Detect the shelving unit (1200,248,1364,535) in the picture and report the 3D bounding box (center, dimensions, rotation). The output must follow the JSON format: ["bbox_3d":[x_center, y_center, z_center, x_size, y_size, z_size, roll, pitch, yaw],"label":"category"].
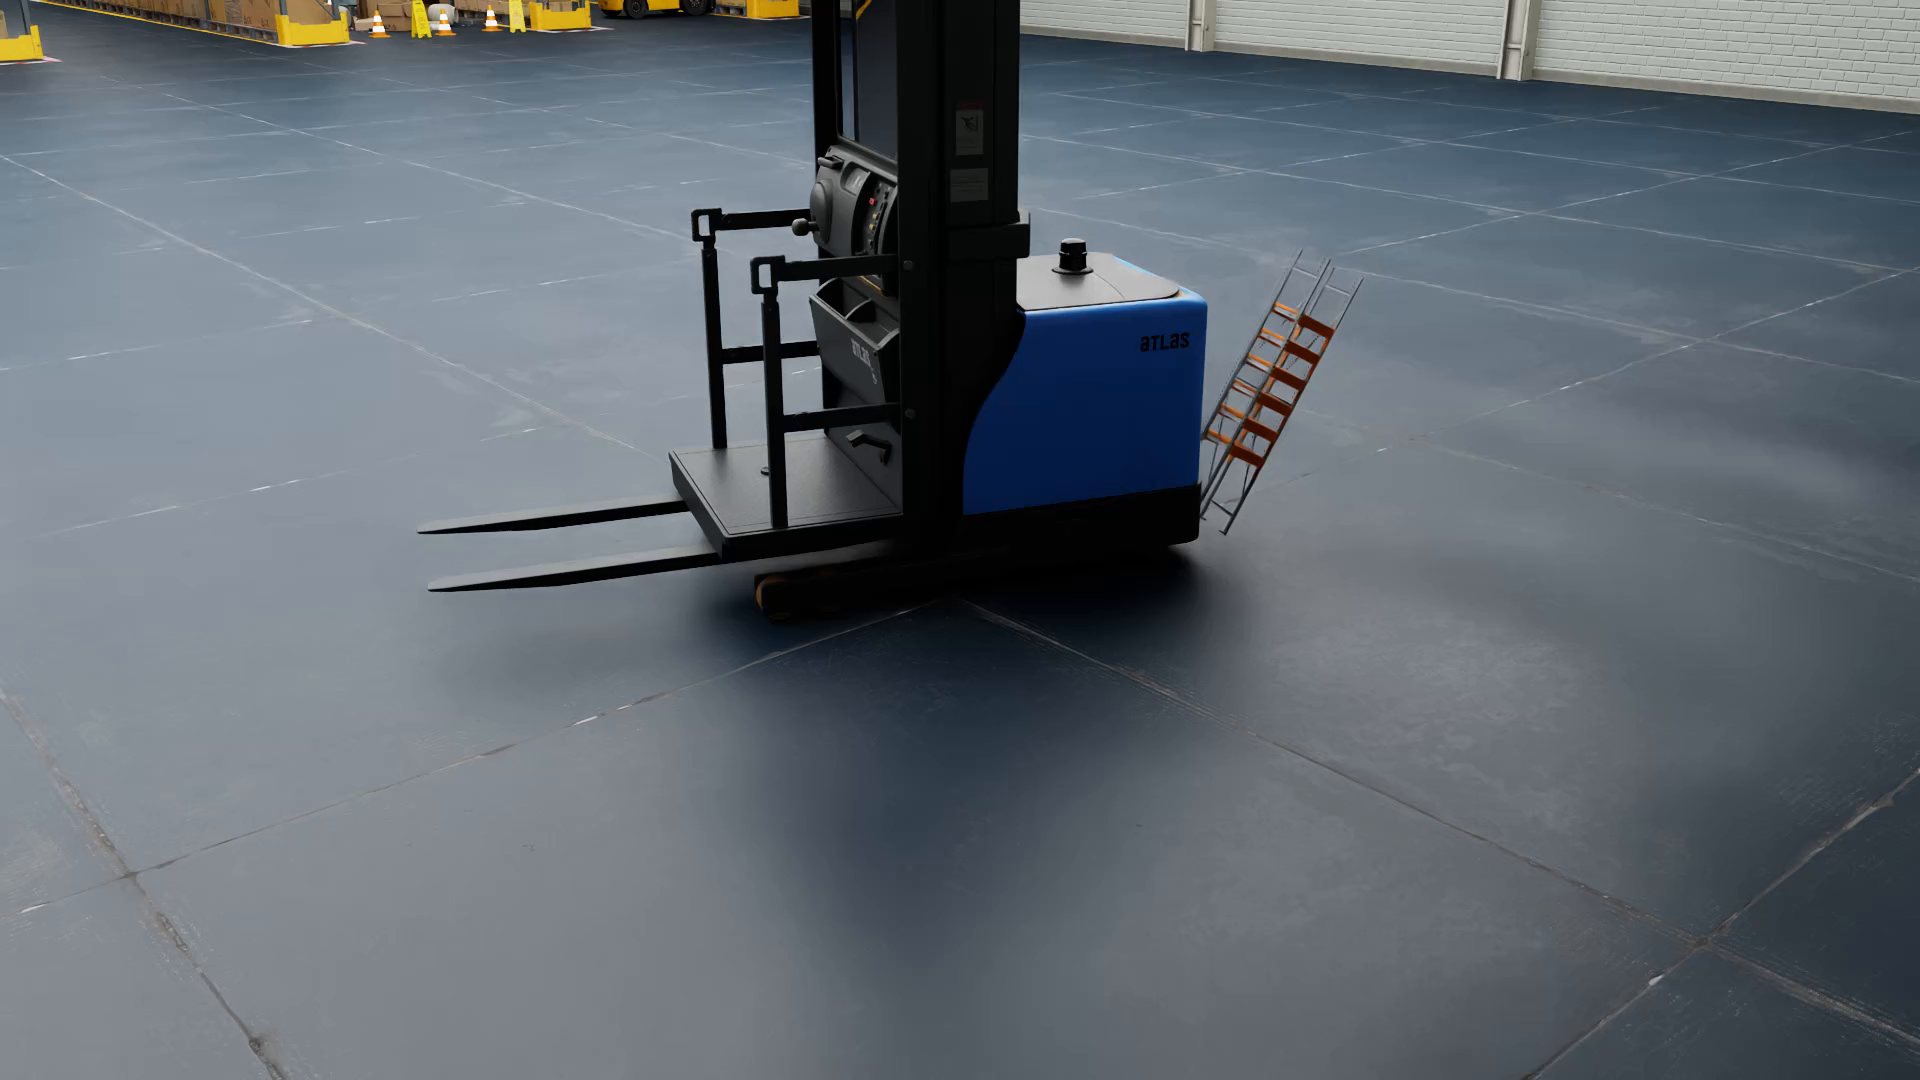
[{"bbox_3d":[1.272,-0.620,6.989,0.189,1.200,0.258,22,11,-26],"label":"shelving unit"}]

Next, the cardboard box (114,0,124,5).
[{"bbox_3d":[-17.990,-11.854,35.988,0.500,0.500,0.500,-19,28,-40],"label":"cardboard box"}]

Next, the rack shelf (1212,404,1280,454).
[{"bbox_3d":[1.200,-0.476,7.019,0.180,0.103,0.258,22,11,-26],"label":"rack shelf"}]

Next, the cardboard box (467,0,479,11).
[{"bbox_3d":[-9.836,-11.061,34.305,0.500,0.250,0.500,-16,26,-34],"label":"cardboard box"}]

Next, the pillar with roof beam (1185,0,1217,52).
[{"bbox_3d":[0.795,-11.455,23.892,9.100,9.000,0.400,-17,27,-37],"label":"pillar with roof beam"}]

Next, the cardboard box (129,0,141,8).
[{"bbox_3d":[-17.296,-11.568,35.257,0.500,0.500,0.500,-18,27,-38],"label":"cardboard box"}]

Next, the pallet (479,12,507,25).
[{"bbox_3d":[-9.108,-10.705,34.026,1.003,0.211,1.213,-17,27,-37],"label":"pallet"}]

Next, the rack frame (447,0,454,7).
[{"bbox_3d":[-10.373,-12.518,34.831,1.000,3.000,0.127,-17,27,-37],"label":"rack frame"}]

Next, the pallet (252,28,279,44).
[{"bbox_3d":[-12.028,-9.110,29.954,1.003,0.211,1.213,-17,27,-37],"label":"pallet"}]

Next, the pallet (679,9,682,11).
[{"bbox_3d":[-6.128,-12.172,37.772,1.003,0.211,1.213,-17,27,-37],"label":"pallet"}]

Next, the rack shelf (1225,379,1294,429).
[{"bbox_3d":[1.253,-0.581,6.997,0.180,0.103,0.258,22,11,-26],"label":"rack shelf"}]

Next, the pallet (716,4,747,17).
[{"bbox_3d":[-4.535,-11.498,36.051,1.003,0.211,1.213,-17,27,-37],"label":"pallet"}]

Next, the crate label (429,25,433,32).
[{"bbox_3d":[-10.199,-9.736,31.653,0.298,0.136,0.250,7,23,18],"label":"crate label"}]

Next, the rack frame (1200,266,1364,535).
[{"bbox_3d":[1.349,-0.590,7.030,0.006,1.200,0.240,22,11,-26],"label":"rack frame"}]

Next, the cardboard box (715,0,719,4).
[{"bbox_3d":[-5.188,-11.845,36.308,0.500,0.250,0.500,-17,27,-37],"label":"cardboard box"}]

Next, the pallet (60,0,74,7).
[{"bbox_3d":[-20.545,-12.738,39.216,1.003,0.211,1.213,-17,27,-37],"label":"pallet"}]

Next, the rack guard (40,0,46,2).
[{"bbox_3d":[-21.841,-13.442,40.618,1.175,0.500,0.348,-17,27,-37],"label":"rack guard"}]

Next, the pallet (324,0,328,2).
[{"bbox_3d":[-15.035,-13.234,40.484,1.003,0.211,1.213,-17,27,-37],"label":"pallet"}]

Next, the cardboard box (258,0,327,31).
[{"bbox_3d":[-11.939,-9.584,29.678,0.875,0.875,0.875,-17,27,-37],"label":"cardboard box"}]

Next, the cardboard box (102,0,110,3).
[{"bbox_3d":[-18.651,-12.140,36.719,0.500,0.500,0.500,-16,26,-35],"label":"cardboard box"}]

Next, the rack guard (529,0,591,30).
[{"bbox_3d":[-7.812,-10.270,32.518,1.175,0.500,0.348,-17,27,-37],"label":"rack guard"}]

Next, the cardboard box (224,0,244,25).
[{"bbox_3d":[-13.109,-10.079,30.942,0.875,0.875,0.875,-17,27,-37],"label":"cardboard box"}]

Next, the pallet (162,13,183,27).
[{"bbox_3d":[-15.419,-10.545,33.619,1.003,0.211,1.213,-17,27,-37],"label":"pallet"}]

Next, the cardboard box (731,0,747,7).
[{"bbox_3d":[-4.551,-11.565,35.593,0.500,0.250,0.500,-17,27,-37],"label":"cardboard box"}]

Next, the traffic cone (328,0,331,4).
[{"bbox_3d":[-13.190,-11.188,34.914,0.336,0.463,0.334,-17,27,-37],"label":"traffic cone"}]

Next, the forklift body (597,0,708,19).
[{"bbox_3d":[-6.624,-12.290,35.412,2.313,2.155,1.214,-17,27,-37],"label":"forklift body"}]

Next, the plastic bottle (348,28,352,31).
[{"bbox_3d":[-11.804,-9.784,31.881,0.133,0.061,0.283,12,24,27],"label":"plastic bottle"}]

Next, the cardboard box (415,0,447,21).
[{"bbox_3d":[-10.705,-10.735,33.703,0.500,0.500,0.500,0,21,-1],"label":"cardboard box"}]

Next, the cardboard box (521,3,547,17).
[{"bbox_3d":[-8.510,-10.494,32.857,0.500,0.250,0.500,-18,27,-38],"label":"cardboard box"}]

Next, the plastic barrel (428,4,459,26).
[{"bbox_3d":[-10.258,-10.423,33.016,0.512,0.421,0.421,0,21,-1],"label":"plastic barrel"}]

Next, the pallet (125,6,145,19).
[{"bbox_3d":[-17.177,-11.334,35.633,1.003,0.211,1.213,-17,27,-37],"label":"pallet"}]

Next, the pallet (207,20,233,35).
[{"bbox_3d":[-13.620,-9.784,31.675,1.003,0.211,1.213,-17,27,-37],"label":"pallet"}]

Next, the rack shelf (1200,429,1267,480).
[{"bbox_3d":[1.146,-0.370,7.040,0.180,0.103,0.258,22,11,-26],"label":"rack shelf"}]

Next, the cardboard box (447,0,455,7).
[{"bbox_3d":[-10.718,-11.634,35.602,0.950,0.372,0.625,-17,27,-37],"label":"cardboard box"}]

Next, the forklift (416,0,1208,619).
[{"bbox_3d":[-0.590,-1.285,6.245,3.031,2.935,1.130,-8,23,-19],"label":"forklift"}]

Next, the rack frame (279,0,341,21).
[{"bbox_3d":[-11.446,-10.206,28.929,1.000,3.000,0.127,-17,27,-37],"label":"rack frame"}]

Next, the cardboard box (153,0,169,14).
[{"bbox_3d":[-15.766,-11.134,33.807,1.050,0.750,0.750,-17,27,-37],"label":"cardboard box"}]

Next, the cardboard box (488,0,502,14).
[{"bbox_3d":[-9.172,-10.775,33.576,0.500,0.250,0.500,-19,28,-39],"label":"cardboard box"}]

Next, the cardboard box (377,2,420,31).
[{"bbox_3d":[-10.827,-10.133,32.164,0.637,0.503,0.797,3,22,9],"label":"cardboard box"}]

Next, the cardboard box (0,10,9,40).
[{"bbox_3d":[-15.665,-8.262,26.816,0.500,0.500,0.500,-12,24,-28],"label":"cardboard box"}]

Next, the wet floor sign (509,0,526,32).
[{"bbox_3d":[-8.449,-10.009,31.654,0.267,0.644,0.232,-8,23,-19],"label":"wet floor sign"}]

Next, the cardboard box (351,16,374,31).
[{"bbox_3d":[-11.540,-10.002,32.156,0.396,0.266,0.258,-12,25,-28],"label":"cardboard box"}]

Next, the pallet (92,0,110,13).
[{"bbox_3d":[-18.770,-12.008,37.354,1.003,0.211,1.213,-17,27,-37],"label":"pallet"}]

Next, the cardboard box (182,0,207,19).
[{"bbox_3d":[-14.531,-10.609,32.468,1.050,0.750,0.750,-18,27,-38],"label":"cardboard box"}]

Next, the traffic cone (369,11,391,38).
[{"bbox_3d":[-10.717,-9.510,30.629,0.336,0.463,0.334,-17,27,-37],"label":"traffic cone"}]

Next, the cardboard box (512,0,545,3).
[{"bbox_3d":[-8.483,-10.836,32.704,0.500,0.500,0.500,-17,27,-37],"label":"cardboard box"}]

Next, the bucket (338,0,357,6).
[{"bbox_3d":[-12.222,-11.006,33.376,0.726,0.611,0.620,-8,13,-19],"label":"bucket"}]

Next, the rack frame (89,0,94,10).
[{"bbox_3d":[-19.279,-13.522,37.394,1.000,3.000,0.127,-17,27,-37],"label":"rack frame"}]
